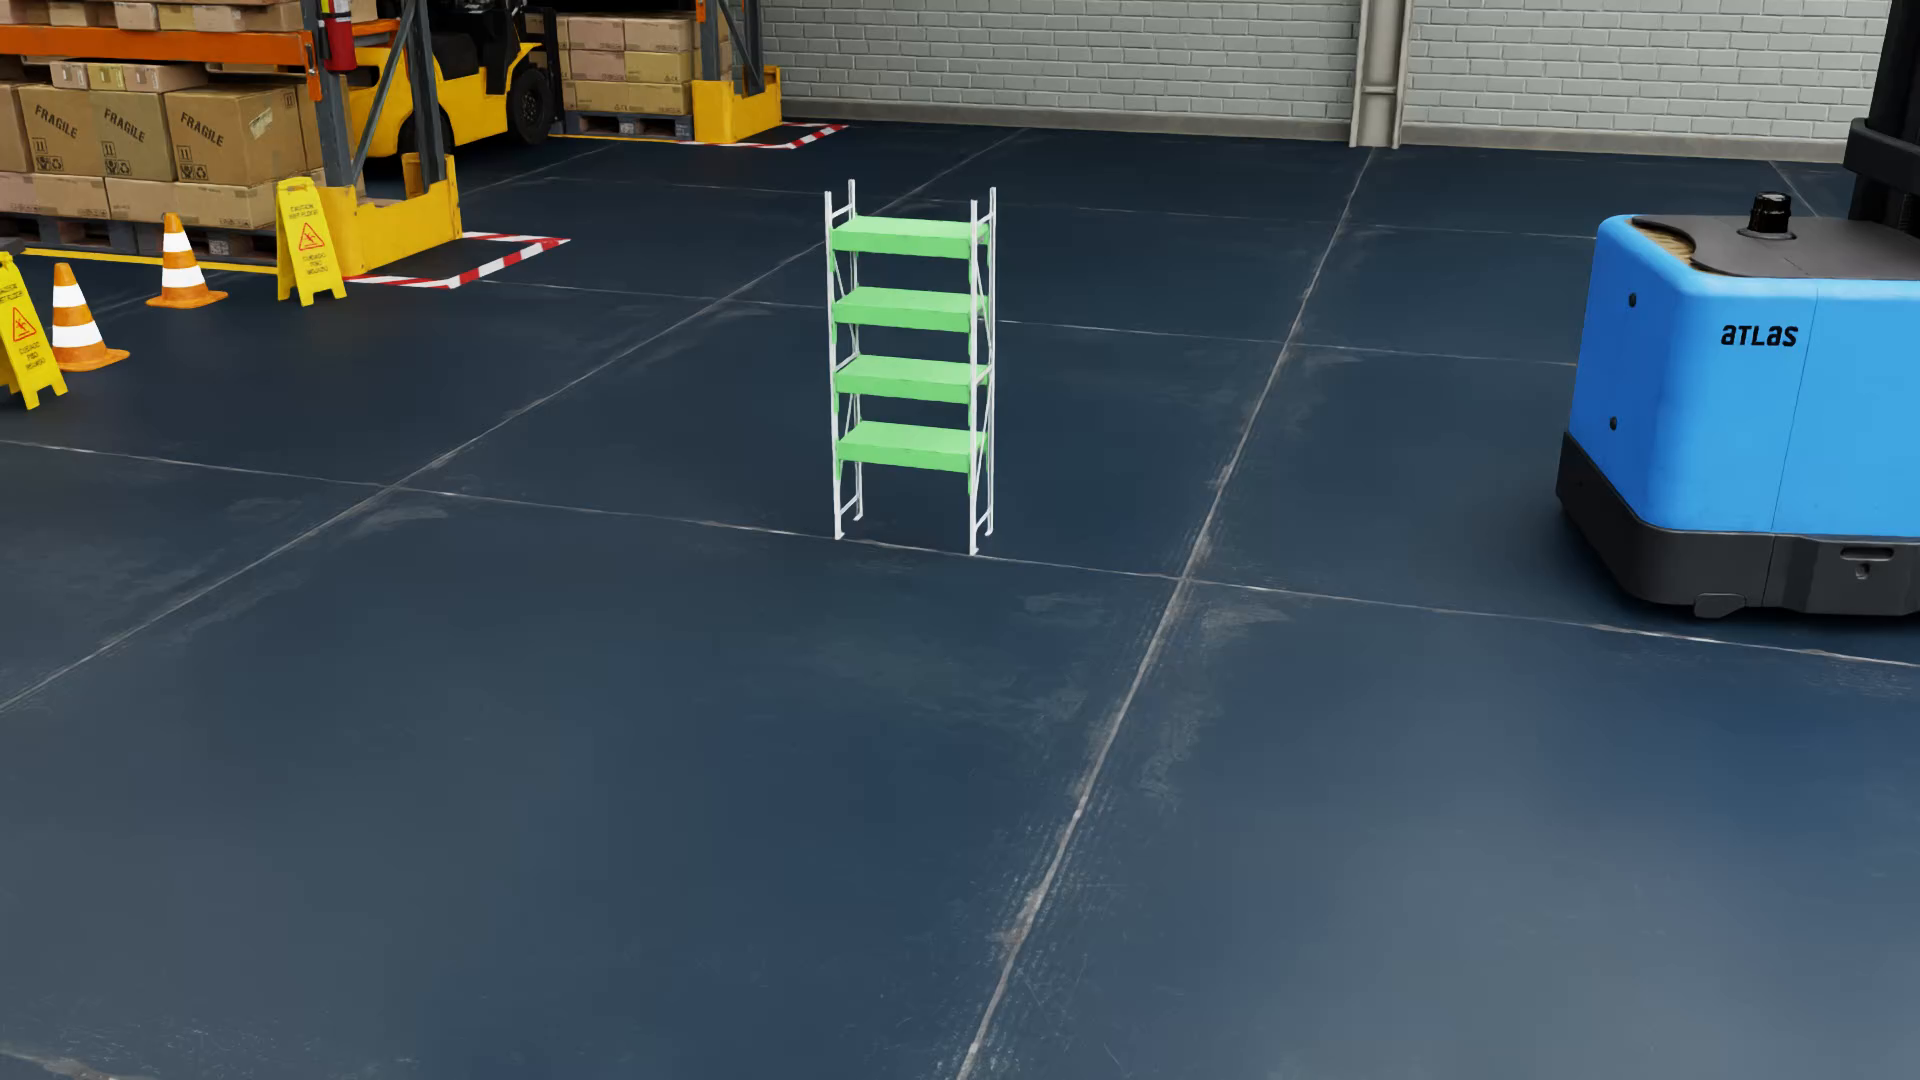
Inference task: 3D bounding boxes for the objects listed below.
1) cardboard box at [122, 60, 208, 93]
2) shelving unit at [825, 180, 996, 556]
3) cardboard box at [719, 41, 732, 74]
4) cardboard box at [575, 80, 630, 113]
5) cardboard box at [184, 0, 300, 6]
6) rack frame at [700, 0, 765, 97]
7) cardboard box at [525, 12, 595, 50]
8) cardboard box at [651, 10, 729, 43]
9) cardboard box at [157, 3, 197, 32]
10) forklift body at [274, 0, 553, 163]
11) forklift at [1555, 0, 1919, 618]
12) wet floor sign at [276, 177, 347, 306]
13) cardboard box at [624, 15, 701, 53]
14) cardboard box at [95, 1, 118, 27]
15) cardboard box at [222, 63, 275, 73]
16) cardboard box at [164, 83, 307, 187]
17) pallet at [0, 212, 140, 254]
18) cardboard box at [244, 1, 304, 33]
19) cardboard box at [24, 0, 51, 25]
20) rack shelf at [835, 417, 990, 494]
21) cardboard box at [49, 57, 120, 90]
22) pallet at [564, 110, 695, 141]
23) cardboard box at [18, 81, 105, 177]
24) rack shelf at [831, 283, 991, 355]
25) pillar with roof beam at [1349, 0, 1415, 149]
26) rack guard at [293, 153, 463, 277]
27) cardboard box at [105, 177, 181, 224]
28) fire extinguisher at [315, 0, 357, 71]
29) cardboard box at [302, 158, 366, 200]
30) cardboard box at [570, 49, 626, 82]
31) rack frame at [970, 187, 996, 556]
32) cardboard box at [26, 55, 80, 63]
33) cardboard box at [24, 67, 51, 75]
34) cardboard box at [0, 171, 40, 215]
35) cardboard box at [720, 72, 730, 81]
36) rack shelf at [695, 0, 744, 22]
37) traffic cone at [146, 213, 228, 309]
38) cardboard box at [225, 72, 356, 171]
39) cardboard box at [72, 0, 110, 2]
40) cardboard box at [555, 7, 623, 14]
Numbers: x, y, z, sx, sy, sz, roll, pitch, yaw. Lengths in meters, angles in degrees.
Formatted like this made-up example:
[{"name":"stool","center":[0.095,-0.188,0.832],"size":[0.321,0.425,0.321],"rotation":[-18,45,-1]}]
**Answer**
[{"name":"cardboard box","center":[-4.563,-2.671,9.557],"size":[0.250,0.149,0.380],"rotation":[7,23,17]},{"name":"shelving unit","center":[-0.158,-0.573,5.587],"size":[0.503,1.200,0.258],"rotation":[7,23,16]},{"name":"cardboard box","center":[-2.310,-4.177,14.413],"size":[0.500,0.250,0.500],"rotation":[7,23,16]},{"name":"cardboard box","center":[-2.934,-3.814,14.185],"size":[0.500,0.250,0.500],"rotation":[7,23,15]},{"name":"cardboard box","center":[-3.949,-3.236,9.184],"size":[0.500,0.500,0.500],"rotation":[6,23,15]},{"name":"rack frame","center":[-1.920,-4.897,13.756],"size":[0.127,3.000,1.000],"rotation":[7,23,16]},{"name":"cardboard box","center":[-3.427,-4.324,14.112],"size":[0.500,0.250,0.500],"rotation":[7,23,16]},{"name":"cardboard box","center":[-2.325,-4.403,14.304],"size":[0.500,0.250,0.500],"rotation":[6,23,15]},{"name":"cardboard box","center":[-4.284,-2.964,9.373],"size":[0.250,0.149,0.380],"rotation":[6,23,15]},{"name":"forklift body","center":[-4.262,-4.049,12.808],"size":[1.214,2.155,2.313],"rotation":[7,23,16]},{"name":"forklift","center":[3.619,-1.248,4.951],"size":[3.031,2.935,1.130],"rotation":[2,22,4]},{"name":"wet floor sign","center":[-3.477,-1.594,8.806],"size":[0.232,0.644,0.267],"rotation":[16,27,34]},{"name":"cardboard box","center":[-2.451,-4.219,13.855],"size":[0.500,0.250,0.500],"rotation":[7,23,17]},{"name":"cardboard box","center":[-4.744,-3.060,9.608],"size":[0.250,0.149,0.380],"rotation":[7,23,16]},{"name":"cardboard box","center":[-6.252,-4.484,15.325],"size":[0.625,0.625,0.875],"rotation":[8,24,18]},{"name":"cardboard box","center":[-4.192,-2.355,9.641],"size":[0.500,0.500,0.500],"rotation":[7,23,16]},{"name":"pallet","center":[-5.355,-2.048,10.484],"size":[1.213,0.211,1.003],"rotation":[7,23,16]},{"name":"cardboard box","center":[-3.770,-2.940,9.316],"size":[0.250,0.149,0.380],"rotation":[7,23,17]},{"name":"cardboard box","center":[-5.228,-3.115,9.742],"size":[0.250,0.149,0.380],"rotation":[7,23,16]},{"name":"rack shelf","center":[-0.158,-0.292,5.702],"size":[0.480,0.148,0.258],"rotation":[7,23,16]},{"name":"cardboard box","center":[-5.055,-2.729,9.699],"size":[0.250,0.149,0.380],"rotation":[8,23,18]},{"name":"pallet","center":[-2.664,-3.676,14.452],"size":[1.213,0.211,1.003],"rotation":[7,23,16]},{"name":"cardboard box","center":[-5.174,-2.469,9.919],"size":[0.500,0.500,0.500],"rotation":[6,23,14]},{"name":"rack shelf","center":[-0.158,-0.736,5.520],"size":[0.480,0.148,0.258],"rotation":[7,23,16]},{"name":"pillar with roof beam","center":[2.175,-5.854,8.185],"size":[0.400,9.000,9.100],"rotation":[7,23,16]},{"name":"rack guard","center":[-3.423,-1.945,9.853],"size":[0.348,0.500,1.175],"rotation":[7,23,16]},{"name":"cardboard box","center":[-4.695,-2.066,9.923],"size":[0.500,0.250,0.500],"rotation":[7,23,16]},{"name":"fire extinguisher","center":[-3.374,-2.877,8.934],"size":[0.183,0.674,0.296],"rotation":[7,23,16]},{"name":"cardboard box","center":[-4.042,-2.204,10.261],"size":[0.500,0.250,0.500],"rotation":[6,23,15]},{"name":"cardboard box","center":[-2.953,-4.049,14.100],"size":[0.500,0.250,0.500],"rotation":[6,23,15]},{"name":"rack frame","center":[0.075,-0.547,5.521],"size":[0.015,1.200,0.240],"rotation":[7,23,16]},{"name":"cardboard box","center":[-8.358,-4.727,15.918],"size":[0.625,0.625,0.875],"rotation":[7,23,17]},{"name":"cardboard box","center":[-5.559,-2.723,10.537],"size":[0.500,0.500,0.500],"rotation":[8,24,18]},{"name":"cardboard box","center":[-5.670,-2.179,10.200],"size":[0.500,0.250,0.500],"rotation":[6,23,15]},{"name":"cardboard box","center":[-2.334,-3.944,14.502],"size":[0.500,0.250,0.500],"rotation":[7,23,16]},{"name":"rack shelf","center":[-3.835,-4.783,14.427],"size":[4.000,0.370,1.077],"rotation":[7,23,16]},{"name":"traffic cone","center":[-4.134,-1.498,8.812],"size":[0.334,0.463,0.336],"rotation":[7,23,16]},{"name":"cardboard box","center":[-4.065,-2.554,10.124],"size":[0.500,0.500,0.500],"rotation":[6,23,14]},{"name":"cardboard box","center":[-4.905,-3.349,9.458],"size":[0.500,0.500,0.500],"rotation":[6,23,15]},{"name":"cardboard box","center":[-3.280,-4.515,14.578],"size":[0.500,0.250,0.500],"rotation":[6,23,15]}]
